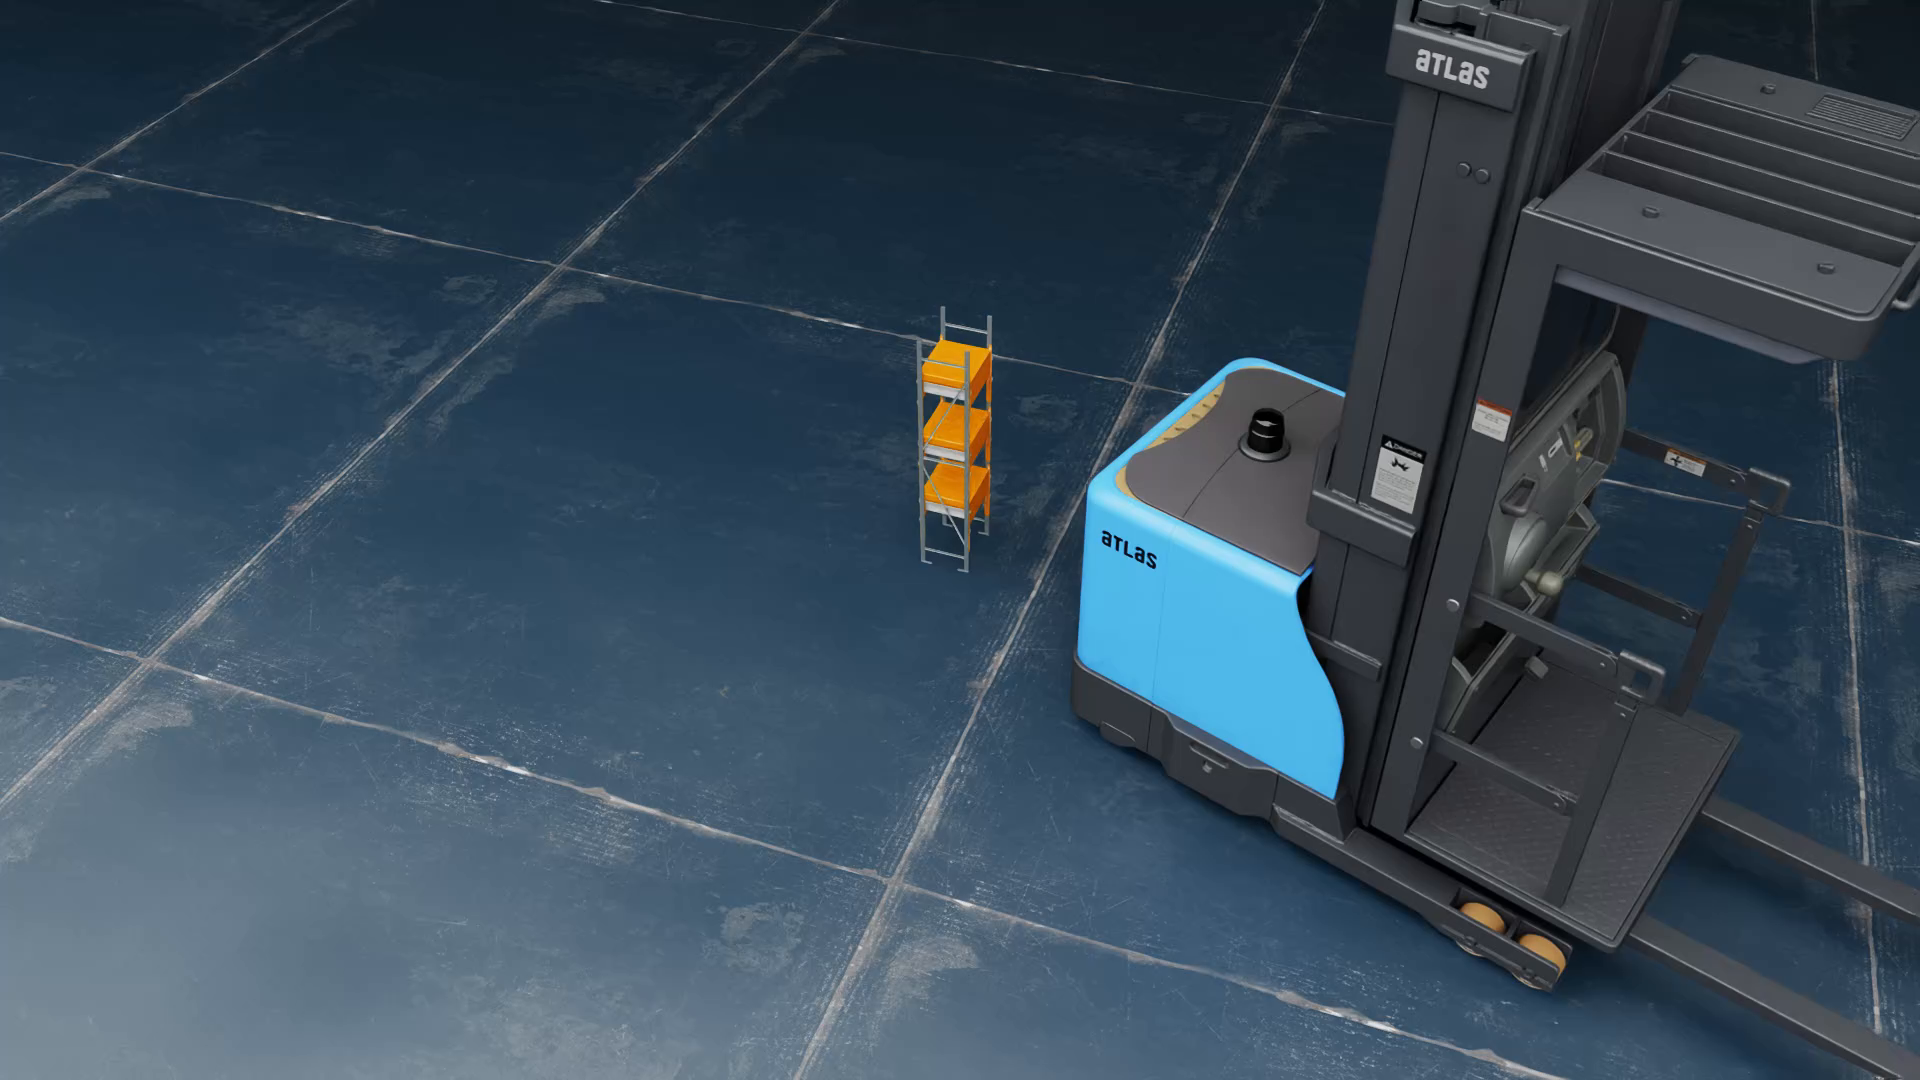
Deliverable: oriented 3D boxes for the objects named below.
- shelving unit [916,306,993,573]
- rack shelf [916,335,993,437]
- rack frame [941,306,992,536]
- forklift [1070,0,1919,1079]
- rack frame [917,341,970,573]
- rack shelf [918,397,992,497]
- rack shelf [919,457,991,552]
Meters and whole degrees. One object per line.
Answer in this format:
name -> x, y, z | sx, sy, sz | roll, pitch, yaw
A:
shelving unit -> -0.018, -0.367, 6.371 | 0.215, 1.050, 0.252 | 13, 42, 15
rack shelf -> -0.018, -0.575, 6.194 | 0.215, 0.259, 0.240 | 13, 42, 15
rack frame -> 0.023, -0.441, 6.458 | 0.200, 1.050, 0.008 | 13, 42, 15
forklift -> 1.862, -0.127, 4.640 | 3.031, 2.935, 1.130 | 27, 47, 28
rack frame -> -0.060, -0.292, 6.284 | 0.200, 1.050, 0.008 | 13, 42, 15
rack shelf -> -0.018, -0.359, 6.378 | 0.215, 0.259, 0.240 | 13, 42, 15
rack shelf -> -0.018, -0.147, 6.558 | 0.215, 0.259, 0.240 | 13, 42, 15
